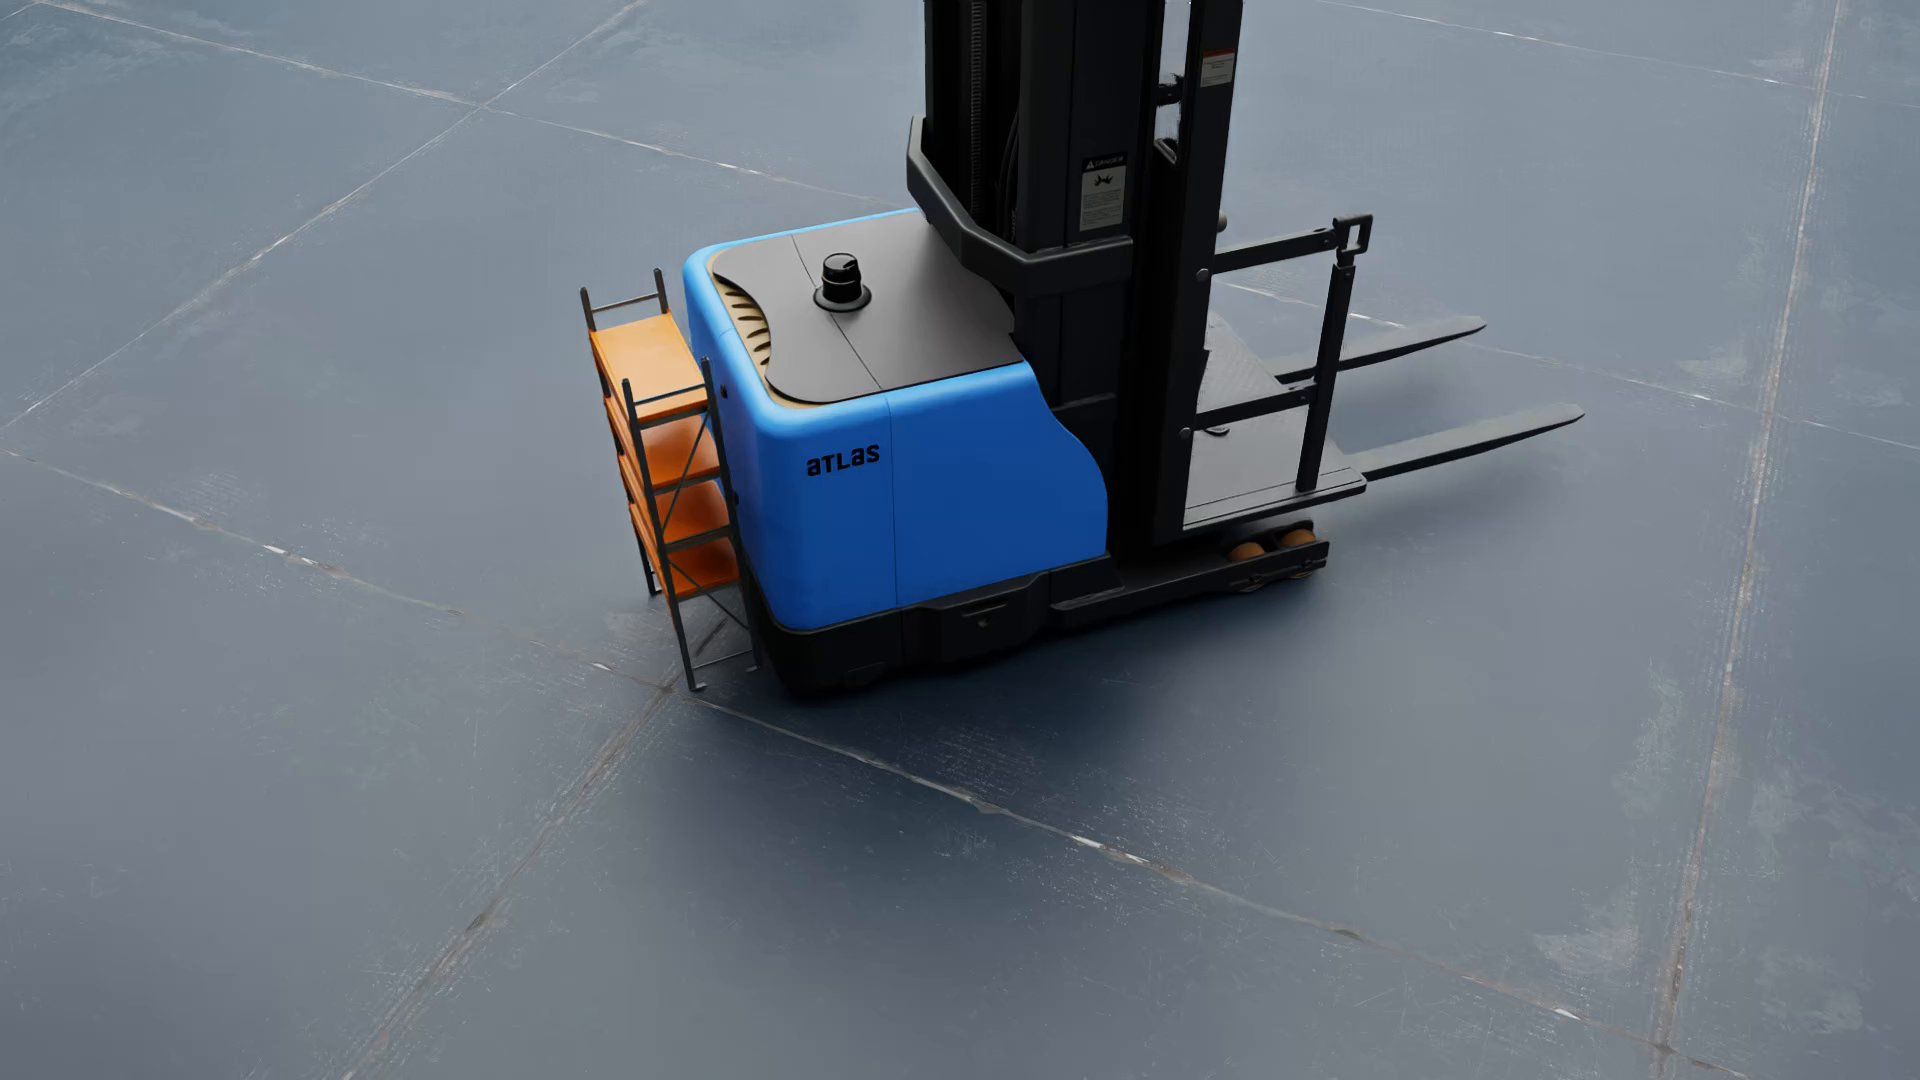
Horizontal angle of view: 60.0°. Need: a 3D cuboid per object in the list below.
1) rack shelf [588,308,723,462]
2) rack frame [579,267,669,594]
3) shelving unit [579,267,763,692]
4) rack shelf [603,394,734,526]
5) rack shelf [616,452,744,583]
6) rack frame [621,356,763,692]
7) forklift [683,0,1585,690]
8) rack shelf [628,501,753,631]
[{"bbox_3d":[-0.872,-0.449,4.744,0.258,0.148,0.480,-17,44,-15],"label":"rack shelf"},{"bbox_3d":[-0.950,-0.304,5.176,0.240,1.200,0.015,-17,44,-15],"label":"rack frame"},{"bbox_3d":[-0.856,-0.157,5.006,0.258,1.200,0.503,-17,44,-15],"label":"shelving unit"},{"bbox_3d":[-0.862,-0.273,4.901,0.258,0.148,0.480,-17,44,-15],"label":"rack shelf"},{"bbox_3d":[-0.853,-0.107,5.051,0.258,0.148,0.480,-17,44,-15],"label":"rack shelf"},{"bbox_3d":[-0.761,-0.010,4.836,0.240,1.200,0.015,-17,44,-15],"label":"rack frame"},{"bbox_3d":[0.699,-1.244,4.948,3.031,2.935,1.130,-14,43,-16],"label":"forklift"},{"bbox_3d":[-0.844,0.041,5.183,0.258,0.148,0.480,-17,44,-15],"label":"rack shelf"}]
